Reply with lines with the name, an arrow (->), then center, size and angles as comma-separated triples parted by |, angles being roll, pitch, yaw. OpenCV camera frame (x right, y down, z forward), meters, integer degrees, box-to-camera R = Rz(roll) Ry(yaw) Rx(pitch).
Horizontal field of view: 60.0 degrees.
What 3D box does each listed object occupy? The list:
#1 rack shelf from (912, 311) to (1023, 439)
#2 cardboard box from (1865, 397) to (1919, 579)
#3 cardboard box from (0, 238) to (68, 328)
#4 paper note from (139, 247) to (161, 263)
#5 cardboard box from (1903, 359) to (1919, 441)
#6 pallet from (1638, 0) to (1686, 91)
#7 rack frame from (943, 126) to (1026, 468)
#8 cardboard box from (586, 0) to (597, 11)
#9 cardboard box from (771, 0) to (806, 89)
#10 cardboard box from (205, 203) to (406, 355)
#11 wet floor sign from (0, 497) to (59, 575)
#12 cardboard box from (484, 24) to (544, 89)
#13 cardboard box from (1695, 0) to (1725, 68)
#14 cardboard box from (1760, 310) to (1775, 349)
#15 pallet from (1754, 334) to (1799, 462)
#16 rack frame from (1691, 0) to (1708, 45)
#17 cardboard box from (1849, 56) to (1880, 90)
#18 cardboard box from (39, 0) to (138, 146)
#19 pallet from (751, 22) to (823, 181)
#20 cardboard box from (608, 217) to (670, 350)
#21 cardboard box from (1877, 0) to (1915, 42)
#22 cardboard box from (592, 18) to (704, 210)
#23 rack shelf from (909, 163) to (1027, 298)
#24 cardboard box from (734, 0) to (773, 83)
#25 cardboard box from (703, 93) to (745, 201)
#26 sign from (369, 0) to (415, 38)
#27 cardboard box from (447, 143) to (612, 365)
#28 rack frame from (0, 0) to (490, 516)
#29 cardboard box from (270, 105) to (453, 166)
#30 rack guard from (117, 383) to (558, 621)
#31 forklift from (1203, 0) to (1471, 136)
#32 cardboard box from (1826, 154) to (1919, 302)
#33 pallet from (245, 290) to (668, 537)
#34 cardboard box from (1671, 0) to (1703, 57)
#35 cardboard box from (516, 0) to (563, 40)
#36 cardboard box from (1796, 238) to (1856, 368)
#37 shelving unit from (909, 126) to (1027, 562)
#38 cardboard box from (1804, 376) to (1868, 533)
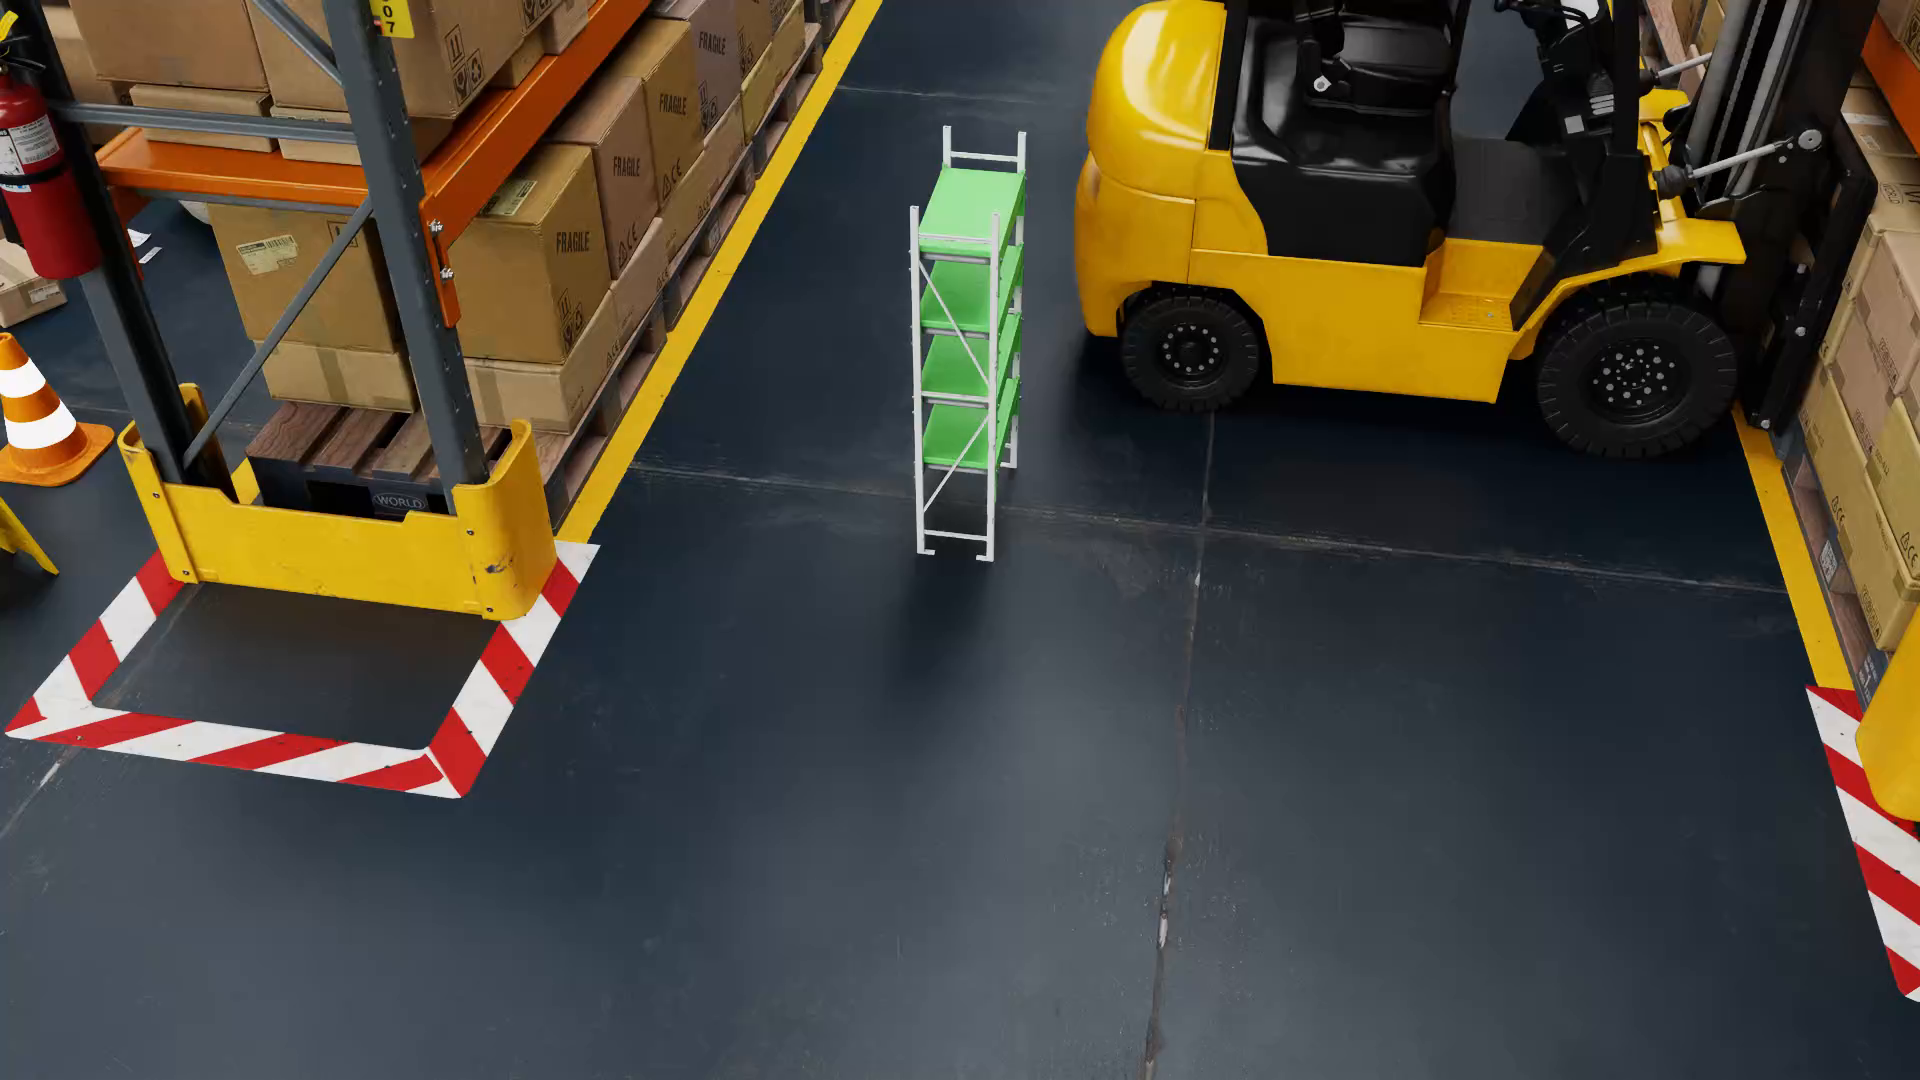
rack shelf -> 0.029, -0.517, 5.034 | 0.258, 0.148, 0.480 | 6, 40, 8
cardboard box -> 2.805, -0.123, 4.480 | 0.500, 0.250, 0.500 | 6, 40, 7
cardboard box -> -3.624, -0.979, 6.318 | 0.380, 0.149, 0.250 | 28, 47, 30
paper note -> -3.221, -1.133, 6.613 | 0.032, 0.001, 0.123 | 6, 40, 8
cardboard box -> 2.801, -0.299, 4.301 | 0.500, 0.250, 0.500 | 8, 40, 9
pallet -> 3.810, -2.390, 7.976 | 1.003, 0.211, 1.213 | 6, 40, 8
rack frame -> 0.071, -0.719, 5.179 | 0.240, 1.200, 0.015 | 6, 40, 8
cardboard box -> -1.342, -1.764, 5.227 | 0.380, 0.149, 0.250 | 7, 40, 9
cardboard box -> -1.006, -2.245, 7.439 | 0.500, 0.250, 0.500 | 8, 40, 10
cardboard box -> -1.979, -0.956, 5.292 | 0.500, 0.500, 0.500 | 7, 40, 8
wet floor sign -> -2.947, -0.124, 4.894 | 0.267, 0.644, 0.232 | 20, 44, 23
cardboard box -> -1.443, -1.444, 4.840 | 0.380, 0.149, 0.250 | 5, 40, 6
cardboard box -> 3.333, -2.024, 6.780 | 0.500, 0.250, 0.500 | 6, 40, 7
cardboard box -> 3.058, -0.872, 5.779 | 0.500, 0.250, 0.500 | 8, 40, 9
pallet -> 3.333, -0.661, 5.884 | 1.003, 0.211, 1.213 | 6, 40, 8
rack frame -> 3.721, -2.998, 6.523 | 1.000, 3.000, 0.127 | 6, 40, 8
cardboard box -> 3.155, -1.584, 5.855 | 0.500, 0.250, 0.500 | 8, 40, 9
cardboard box -> -3.897, -2.093, 7.280 | 0.797, 0.637, 0.503 | 6, 40, 8
pallet -> -1.250, -2.043, 7.556 | 1.003, 0.211, 1.213 | 6, 40, 8
cardboard box -> -1.353, -0.930, 5.850 | 0.500, 0.250, 0.500 | 8, 40, 9
cardboard box -> 3.119, -1.827, 5.028 | 0.500, 0.500, 0.500 | 7, 40, 8
cardboard box -> -1.264, -1.557, 6.020 | 0.500, 0.500, 0.500 | 7, 40, 9
rack shelf -> 0.029, -0.887, 4.728 | 0.258, 0.148, 0.480 | 6, 40, 8
cardboard box -> -1.093, -2.214, 6.814 | 0.500, 0.500, 0.500 | 7, 40, 8
cardboard box -> -1.181, -1.591, 6.649 | 0.500, 0.250, 0.500 | 7, 40, 8
sign -> -1.326, -1.307, 3.797 | 0.100, 0.325, 0.005 | 6, 40, 8
cardboard box -> -1.445, -0.915, 5.242 | 0.500, 0.500, 0.500 | 5, 40, 6
rack frame -> -1.861, -1.033, 4.145 | 1.000, 3.000, 0.127 | 6, 40, 8
cardboard box -> -1.598, -1.127, 4.456 | 0.380, 0.149, 0.250 | 7, 40, 8
rack guard -> -1.848, -0.117, 5.000 | 1.175, 0.500, 0.348 | 6, 40, 8
forklift -> 1.455, -2.701, 6.217 | 1.130, 2.935, 3.031 | 3, 40, 4
cardboard box -> 2.961, -0.938, 5.074 | 0.500, 0.250, 0.500 | 7, 40, 8
pallet -> -1.672, -0.512, 5.704 | 1.003, 0.211, 1.213 | 6, 40, 8
cardboard box -> 3.800, -2.574, 7.543 | 0.875, 0.625, 0.625 | 8, 40, 10
cardboard box -> -1.419, -1.778, 4.735 | 0.500, 0.500, 0.500 | 8, 40, 9
cardboard box -> 2.971, -0.763, 5.254 | 0.500, 0.250, 0.500 | 6, 40, 7
shelving unit -> 0.029, -0.566, 4.993 | 0.258, 1.200, 0.503 | 6, 40, 8
cardboard box -> 2.894, -0.231, 5.004 | 0.500, 0.250, 0.500 | 6, 40, 8
